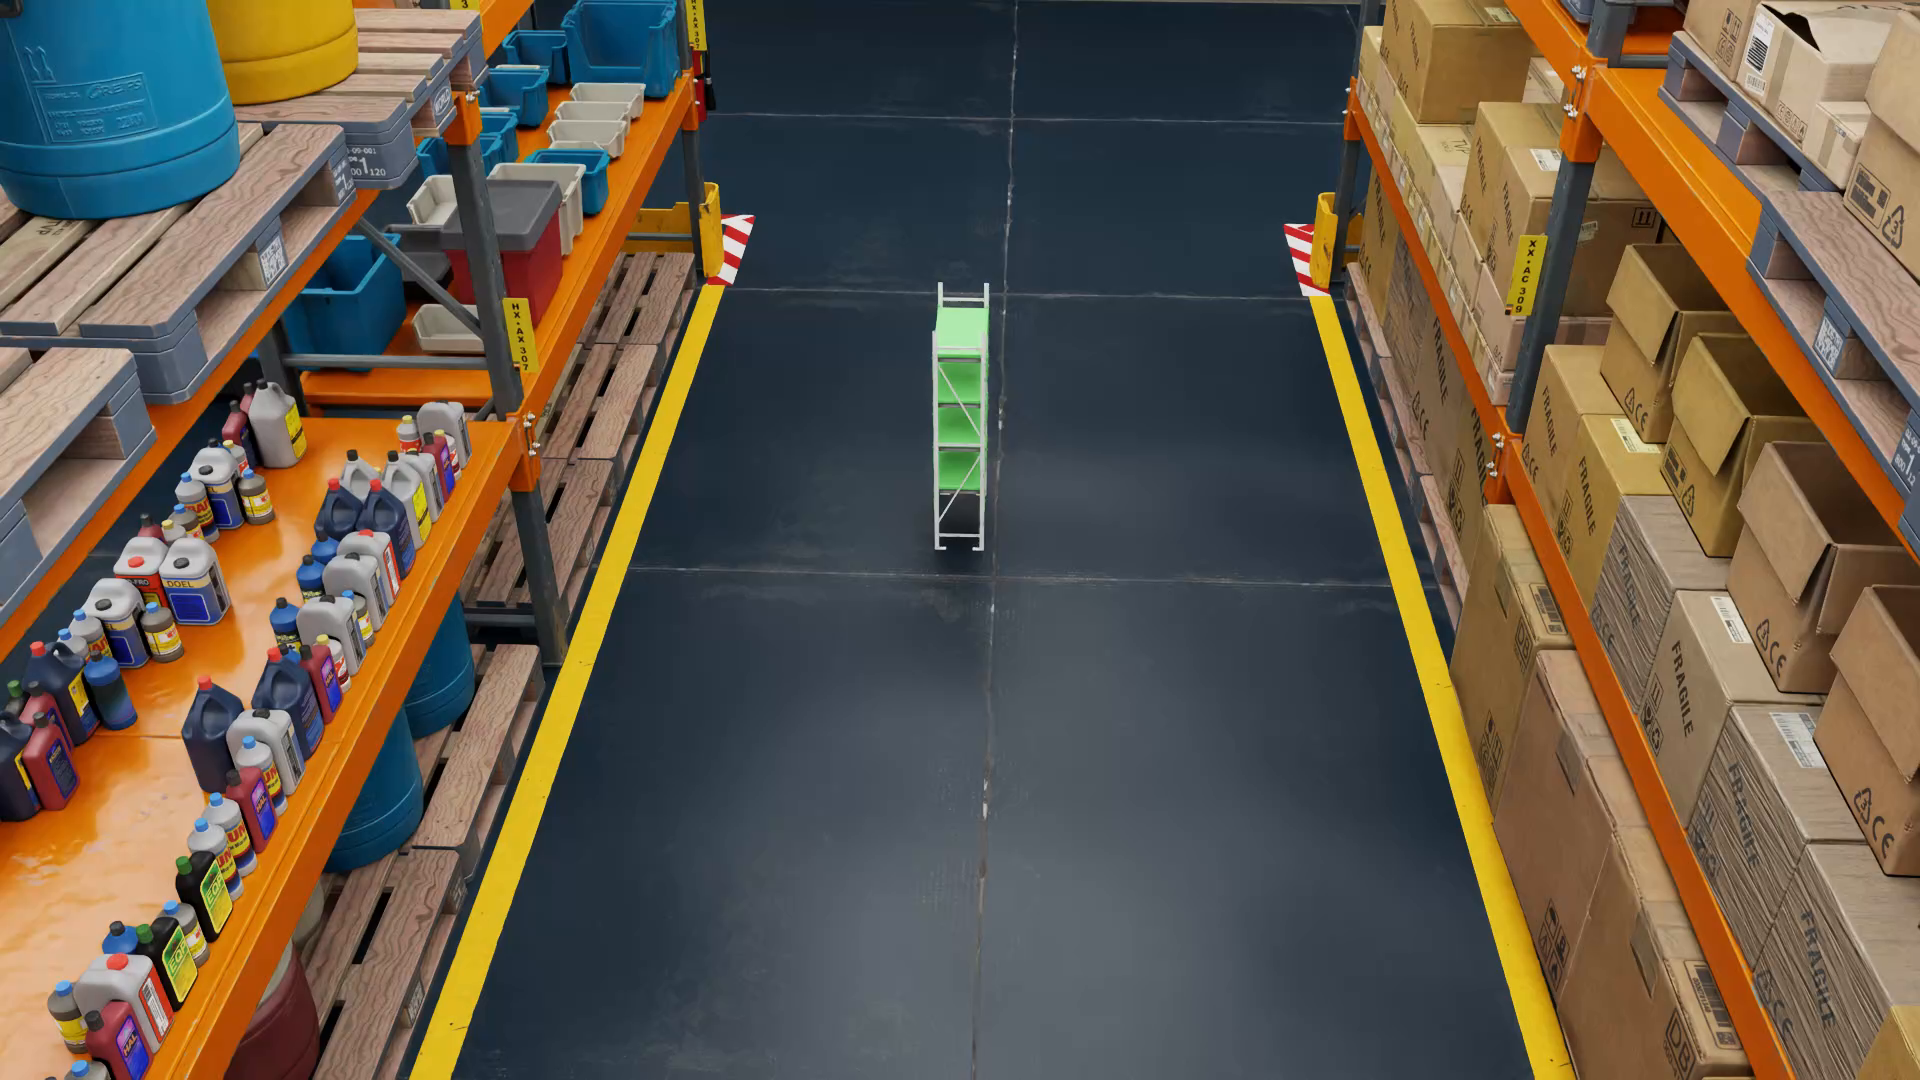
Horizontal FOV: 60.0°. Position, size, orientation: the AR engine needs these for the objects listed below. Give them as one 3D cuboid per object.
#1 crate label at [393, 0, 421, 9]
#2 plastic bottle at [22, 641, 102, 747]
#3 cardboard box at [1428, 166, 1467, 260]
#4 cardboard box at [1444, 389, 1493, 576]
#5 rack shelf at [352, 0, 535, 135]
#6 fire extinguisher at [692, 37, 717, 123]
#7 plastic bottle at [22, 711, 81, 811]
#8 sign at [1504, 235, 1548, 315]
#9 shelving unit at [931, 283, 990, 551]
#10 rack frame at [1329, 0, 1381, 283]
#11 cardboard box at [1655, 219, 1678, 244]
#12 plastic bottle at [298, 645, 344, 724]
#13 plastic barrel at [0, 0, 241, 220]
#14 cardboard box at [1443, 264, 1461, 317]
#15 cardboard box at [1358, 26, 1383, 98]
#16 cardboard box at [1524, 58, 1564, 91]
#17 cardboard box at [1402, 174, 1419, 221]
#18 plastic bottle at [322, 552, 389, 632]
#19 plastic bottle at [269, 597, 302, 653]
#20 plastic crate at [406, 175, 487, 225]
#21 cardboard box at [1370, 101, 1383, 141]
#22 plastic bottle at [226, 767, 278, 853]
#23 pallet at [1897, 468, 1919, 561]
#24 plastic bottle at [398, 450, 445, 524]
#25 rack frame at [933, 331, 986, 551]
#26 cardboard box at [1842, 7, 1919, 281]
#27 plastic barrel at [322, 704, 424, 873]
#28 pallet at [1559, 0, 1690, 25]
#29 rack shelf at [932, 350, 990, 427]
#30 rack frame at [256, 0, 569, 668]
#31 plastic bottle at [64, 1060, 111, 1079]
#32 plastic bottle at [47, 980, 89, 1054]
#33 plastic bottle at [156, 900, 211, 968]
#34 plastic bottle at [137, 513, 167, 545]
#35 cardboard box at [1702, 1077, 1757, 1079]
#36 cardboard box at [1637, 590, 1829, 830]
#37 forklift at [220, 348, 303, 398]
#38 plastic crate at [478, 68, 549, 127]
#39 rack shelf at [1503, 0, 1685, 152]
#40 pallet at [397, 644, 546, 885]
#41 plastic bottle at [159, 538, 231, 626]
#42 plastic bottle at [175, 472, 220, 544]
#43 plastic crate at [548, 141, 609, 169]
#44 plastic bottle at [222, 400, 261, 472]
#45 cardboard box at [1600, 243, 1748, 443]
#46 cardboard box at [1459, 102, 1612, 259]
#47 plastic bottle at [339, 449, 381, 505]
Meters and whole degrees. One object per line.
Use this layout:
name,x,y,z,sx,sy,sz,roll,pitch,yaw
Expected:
crate label,-1.968,-2.098,6.247,0.293,0.136,0.466,1,35,2
plastic bottle,-2.740,0.442,5.056,0.144,0.351,0.185,1,35,2
cardboard box,2.467,-1.501,7.648,0.500,0.250,0.500,2,35,3
cardboard box,2.779,-0.270,7.508,0.875,0.875,0.875,1,35,2
rack shelf,-2.196,-2.786,7.623,1.077,0.370,4.000,1,35,2
fire extinguisher,-1.655,-2.894,10.151,0.296,0.674,0.183,1,35,2
plastic bottle,-2.650,0.640,4.832,0.061,0.283,0.133,1,35,2
sign,2.118,-0.988,6.226,0.100,0.325,0.005,1,35,2
shelving unit,0.007,-0.586,8.040,0.258,1.200,0.503,1,35,2
rack frame,2.833,-2.888,9.751,1.000,3.000,0.127,1,35,2
cardboard box,2.947,-1.226,6.606,0.500,0.500,0.500,1,35,2
plastic bottle,-1.982,0.422,5.143,0.061,0.283,0.133,1,35,2
plastic barrel,-2.192,-1.324,4.116,0.600,0.901,0.708,1,35,2
cardboard box,2.389,-1.113,7.443,0.380,0.149,0.250,2,35,3
cardboard box,2.544,-2.679,9.325,0.500,0.250,0.500,0,35,1
cardboard box,3.058,-2.372,8.889,0.500,0.250,0.500,1,35,1
cardboard box,2.429,-1.705,8.286,0.380,0.149,0.250,0,35,1
plastic bottle,-2.009,0.157,5.525,0.152,0.276,0.135,1,35,2
plastic bottle,-2.144,0.300,5.326,0.097,0.271,0.097,0,35,0
plastic crate,-2.507,-1.628,8.135,0.293,0.136,0.466,1,35,2
cardboard box,2.471,-2.294,9.124,0.380,0.149,0.250,1,35,1
plastic bottle,-2.005,0.738,4.693,0.061,0.283,0.133,1,35,2
pallet,2.485,0.187,2.931,1.213,0.211,1.003,3,35,4
plastic bottle,-1.984,-0.210,6.048,0.152,0.276,0.135,1,35,2
rack frame,-0.003,-0.446,7.841,0.240,1.200,0.015,1,35,2
cardboard box,2.573,-0.907,3.868,0.797,0.503,0.637,1,35,1
plastic barrel,-2.344,0.701,6.103,0.600,0.901,0.708,1,35,2
pallet,2.716,-2.251,6.312,1.003,0.211,1.213,1,35,2
rack shelf,0.007,-0.730,7.939,0.258,0.148,0.480,1,35,2
rack frame,-2.276,-0.704,6.643,1.000,3.000,0.127,1,35,2
plastic bottle,-2.061,1.312,3.947,0.097,0.201,0.097,0,35,0
plastic bottle,-2.203,1.176,4.141,0.097,0.201,0.097,0,35,0
plastic bottle,-2.041,1.026,4.355,0.097,0.201,0.097,0,35,0
plastic bottle,-2.753,0.055,5.665,0.061,0.283,0.133,1,35,2
cardboard box,2.561,2.010,4.264,1.225,0.875,0.875,0,35,0
cardboard box,2.349,0.501,4.841,0.500,0.500,0.500,2,35,3
forklift,-5.144,-2.354,9.050,3.031,2.935,1.130,5,35,7
plastic crate,-2.481,-2.446,9.215,0.416,0.233,0.300,1,35,2
rack shelf,2.753,-2.672,7.460,1.077,0.370,4.000,1,35,2
pallet,-2.349,0.879,6.816,1.003,0.211,1.213,1,35,2
plastic bottle,-2.561,0.139,5.551,0.152,0.276,0.135,1,35,2
plastic bottle,-2.722,-0.118,5.921,0.097,0.271,0.097,0,35,0
plastic crate,-1.974,-1.949,8.592,0.298,0.136,0.250,1,35,2
plastic bottle,-2.723,-0.379,6.282,0.061,0.283,0.133,1,35,2
cardboard box,2.655,-0.674,5.641,0.797,0.503,0.637,0,35,1
cardboard box,2.448,-1.515,7.017,0.500,0.500,0.500,2,35,2
plastic bottle,-2.130,-0.152,5.900,0.144,0.351,0.185,1,35,2
